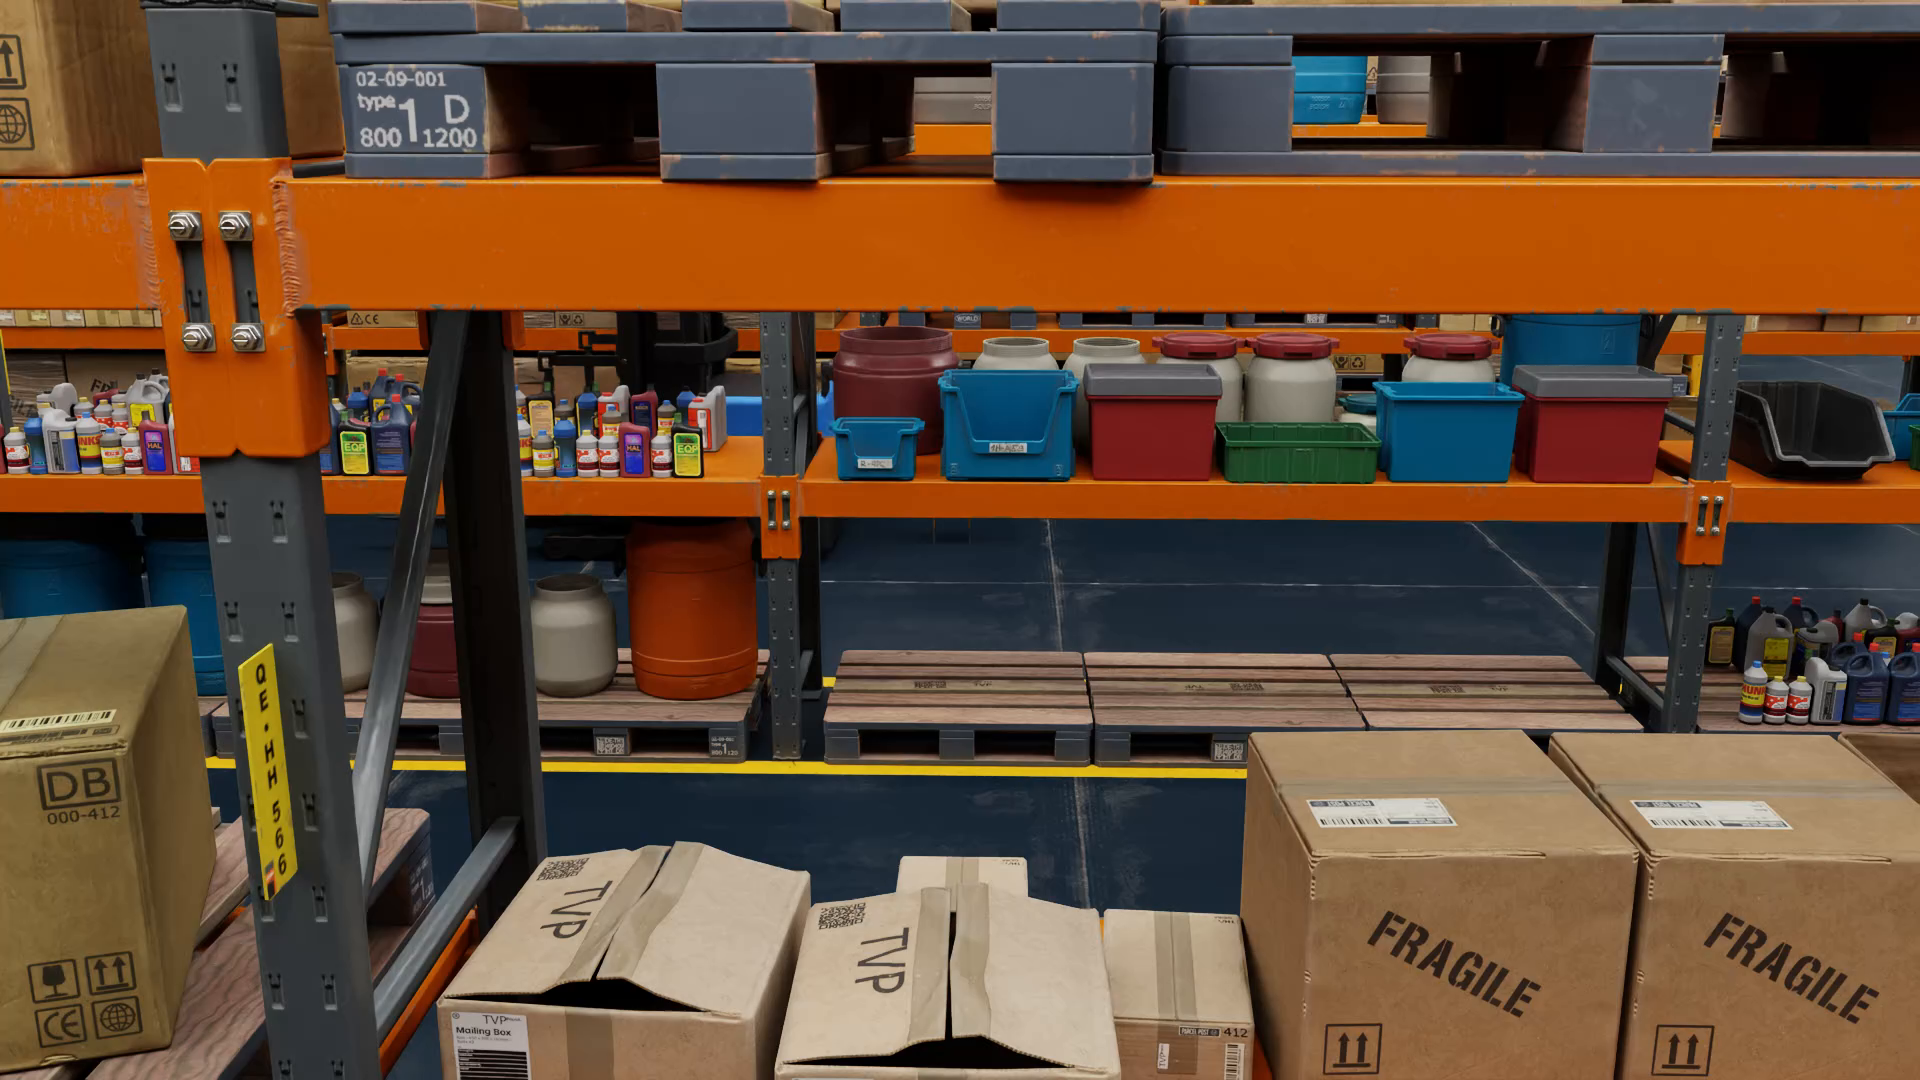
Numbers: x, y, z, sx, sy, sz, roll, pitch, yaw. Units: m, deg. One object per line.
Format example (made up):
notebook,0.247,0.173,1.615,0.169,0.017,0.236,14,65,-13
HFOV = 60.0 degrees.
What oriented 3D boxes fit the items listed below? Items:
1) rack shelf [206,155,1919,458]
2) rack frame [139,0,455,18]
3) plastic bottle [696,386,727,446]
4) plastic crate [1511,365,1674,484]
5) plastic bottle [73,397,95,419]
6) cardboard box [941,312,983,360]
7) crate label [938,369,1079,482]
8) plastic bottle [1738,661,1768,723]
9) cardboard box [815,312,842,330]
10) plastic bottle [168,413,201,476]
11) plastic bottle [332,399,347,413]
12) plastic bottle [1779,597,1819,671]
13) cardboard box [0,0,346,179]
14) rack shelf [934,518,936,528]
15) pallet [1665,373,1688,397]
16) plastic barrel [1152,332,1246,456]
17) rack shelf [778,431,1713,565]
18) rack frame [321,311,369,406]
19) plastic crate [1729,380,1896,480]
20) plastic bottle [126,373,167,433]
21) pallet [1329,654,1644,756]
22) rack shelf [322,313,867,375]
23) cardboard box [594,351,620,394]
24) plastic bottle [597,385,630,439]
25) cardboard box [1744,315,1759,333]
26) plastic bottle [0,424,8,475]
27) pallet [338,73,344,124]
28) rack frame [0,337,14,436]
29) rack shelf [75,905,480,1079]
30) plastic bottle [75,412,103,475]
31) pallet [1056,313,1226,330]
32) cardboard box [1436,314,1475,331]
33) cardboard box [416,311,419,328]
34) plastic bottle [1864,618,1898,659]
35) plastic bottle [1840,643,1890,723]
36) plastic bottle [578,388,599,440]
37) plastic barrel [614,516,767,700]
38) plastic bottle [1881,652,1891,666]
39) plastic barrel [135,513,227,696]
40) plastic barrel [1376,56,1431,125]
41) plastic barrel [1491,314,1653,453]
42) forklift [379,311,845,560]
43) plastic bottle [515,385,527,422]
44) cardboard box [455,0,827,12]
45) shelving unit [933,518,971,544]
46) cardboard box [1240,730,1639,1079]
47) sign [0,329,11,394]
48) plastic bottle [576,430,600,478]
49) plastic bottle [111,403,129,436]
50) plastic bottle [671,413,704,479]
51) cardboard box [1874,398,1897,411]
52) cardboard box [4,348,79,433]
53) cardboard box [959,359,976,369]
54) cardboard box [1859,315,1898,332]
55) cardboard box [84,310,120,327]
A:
rack shelf,1.096,-0.401,2.511,4.000,0.370,1.077,0,15,1
rack frame,-0.904,-2.213,2.086,0.127,3.000,1.000,0,15,1
plastic bottle,-1.198,-0.600,7.978,0.135,0.276,0.152,0,15,1
plastic crate,2.733,-0.505,7.249,0.583,0.464,0.402,0,15,1
plastic bottle,-4.253,-0.591,8.090,0.097,0.201,0.097,0,15,0
cardboard box,0.187,-2.191,17.350,0.750,0.750,1.050,0,15,1
crate label,0.213,-0.517,7.349,0.616,0.435,0.502,0,15,1
plastic bottle,3.533,0.671,7.401,0.097,0.271,0.097,0,15,0
cardboard box,-1.147,-1.826,12.187,0.500,0.500,0.500,1,15,3
plastic bottle,-3.394,-0.435,7.351,0.135,0.276,0.152,0,15,1
plastic bottle,-3.018,-0.583,8.059,0.097,0.201,0.097,0,15,0
plastic bottle,4.068,0.451,8.080,0.185,0.351,0.144,0,15,-1
cardboard box,-1.341,-0.805,2.434,0.500,0.500,0.910,0,15,1
rack shelf,-0.053,-0.229,11.281,0.240,0.259,0.215,0,15,1
pallet,6.777,-1.687,17.321,1.213,0.211,1.003,0,15,1
plastic barrel,1.108,-0.684,7.788,0.433,0.535,0.433,0,15,0
rack shelf,1.226,-0.214,7.682,4.000,0.370,1.077,0,15,1
rack frame,-4.646,-1.864,12.526,0.127,3.000,1.000,0,15,1
plastic crate,3.745,-0.483,7.413,0.504,0.338,0.767,0,15,1
plastic bottle,-3.849,-0.618,7.899,0.185,0.351,0.144,0,15,1
pallet,2.439,0.804,7.878,1.213,0.211,1.003,0,15,1
rack shelf,-2.646,-1.503,12.568,4.000,0.370,1.077,0,15,1
cardboard box,-2.227,-1.031,12.711,0.875,0.875,1.225,0,15,2
plastic bottle,-1.660,-0.603,7.990,0.135,0.276,0.152,0,15,1
cardboard box,5.558,-1.597,12.004,0.250,0.149,0.380,0,15,1
plastic bottle,-4.283,-0.433,7.328,0.133,0.283,0.061,0,15,1
pallet,-2.852,-1.973,7.430,1.213,0.211,1.003,0,15,1
rack frame,-4.772,-0.601,7.738,0.127,3.000,1.000,0,15,1
rack shelf,-2.903,1.023,2.993,4.000,0.370,1.077,0,15,1
plastic bottle,-3.838,-0.429,7.337,0.097,0.271,0.097,0,15,0
pallet,1.333,-1.743,12.442,1.213,0.211,1.003,0,15,1
cardboard box,3.559,-1.612,12.064,0.250,0.149,0.380,0,15,1
cardboard box,-3.690,-1.843,12.248,0.500,0.500,0.500,0,15,2
plastic bottle,4.414,0.512,7.981,0.133,0.283,0.061,0,15,1
plastic bottle,4.021,0.630,7.401,0.185,0.351,0.144,1,15,3
plastic bottle,-1.777,-0.593,7.961,0.097,0.271,0.097,0,15,0
plastic barrel,-1.263,0.272,7.858,0.708,0.830,0.600,0,15,1
plastic bottle,4.170,0.639,7.525,0.097,0.271,0.097,0,15,0
plastic barrel,-3.521,0.223,7.905,0.708,0.901,0.600,0,15,1
plastic barrel,2.057,-2.194,6.913,0.600,0.901,0.600,0,15,0
plastic barrel,2.847,-0.871,7.779,0.708,0.901,0.600,0,15,1
forklift,-2.331,-1.420,10.977,3.031,2.935,1.130,1,15,2
plastic bottle,-2.140,-0.611,8.029,0.097,0.271,0.097,0,15,0
cardboard box,-0.449,-0.904,2.478,0.500,0.250,0.500,-1,15,-3
shelving unit,-0.053,-0.508,11.207,0.252,1.050,0.215,0,15,1
cardboard box,0.774,0.647,2.813,0.500,0.500,0.500,0,15,-2
sign,-4.756,-0.875,8.235,0.005,0.325,0.100,0,15,1
plastic bottle,-1.632,-0.380,7.291,0.097,0.201,0.097,0,15,0
plastic bottle,-3.989,-0.551,7.936,0.097,0.201,0.097,0,15,0
plastic bottle,-1.189,-0.412,7.252,0.133,0.283,0.061,0,15,1
cardboard box,6.727,-0.789,12.526,0.500,0.500,0.500,3,15,12
cardboard box,-7.093,-1.076,12.881,0.875,0.875,0.875,0,15,1
cardboard box,0.023,-1.208,12.607,0.500,0.250,0.500,1,15,4
cardboard box,6.559,-1.604,12.032,0.250,0.149,0.380,0,15,1
cardboard box,-6.244,-1.669,12.280,0.250,0.149,0.380,0,15,1
